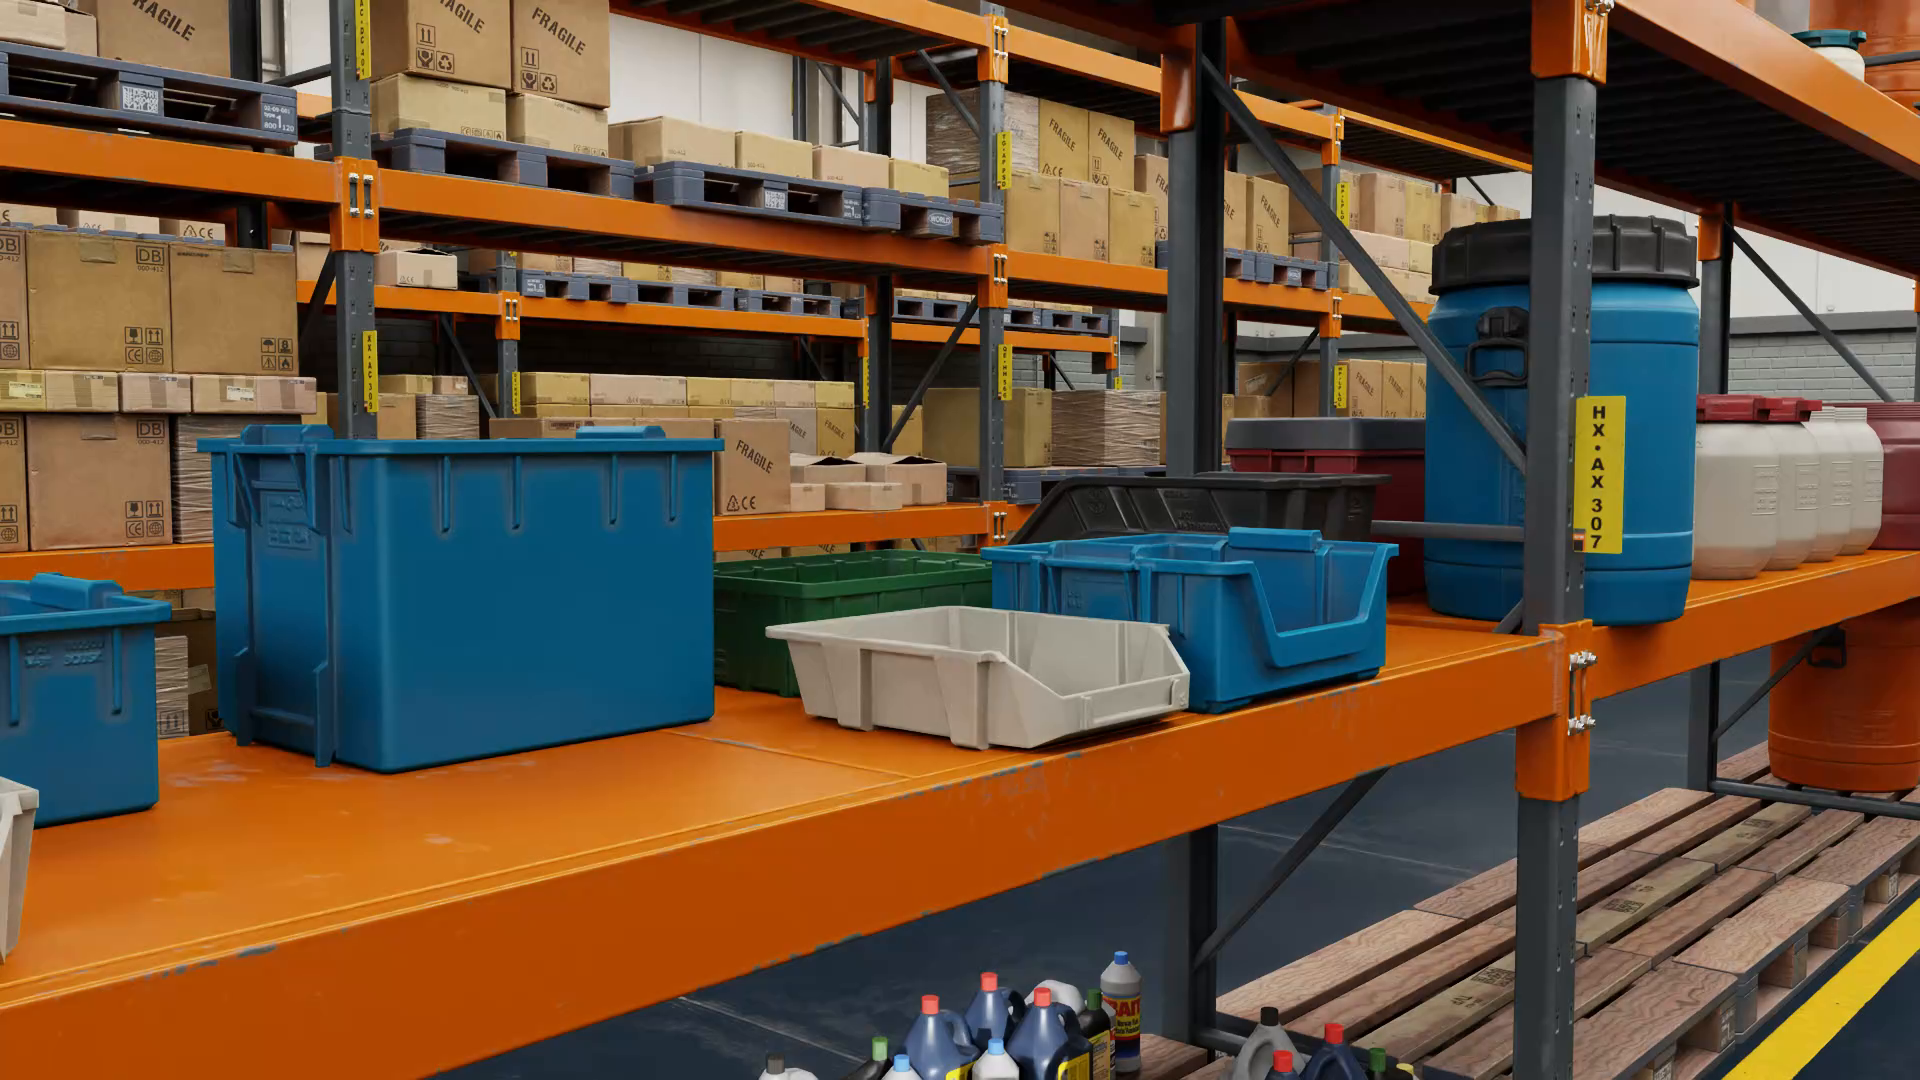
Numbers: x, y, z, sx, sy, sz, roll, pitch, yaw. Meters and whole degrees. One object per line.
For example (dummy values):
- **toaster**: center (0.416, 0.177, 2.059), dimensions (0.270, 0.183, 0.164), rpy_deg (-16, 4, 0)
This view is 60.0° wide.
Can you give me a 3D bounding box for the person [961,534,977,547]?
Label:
- **person**: center (0.174, -0.124, 15.833), dimensions (0.436, 1.678, 0.339), rpy_deg (3, 5, 42)
